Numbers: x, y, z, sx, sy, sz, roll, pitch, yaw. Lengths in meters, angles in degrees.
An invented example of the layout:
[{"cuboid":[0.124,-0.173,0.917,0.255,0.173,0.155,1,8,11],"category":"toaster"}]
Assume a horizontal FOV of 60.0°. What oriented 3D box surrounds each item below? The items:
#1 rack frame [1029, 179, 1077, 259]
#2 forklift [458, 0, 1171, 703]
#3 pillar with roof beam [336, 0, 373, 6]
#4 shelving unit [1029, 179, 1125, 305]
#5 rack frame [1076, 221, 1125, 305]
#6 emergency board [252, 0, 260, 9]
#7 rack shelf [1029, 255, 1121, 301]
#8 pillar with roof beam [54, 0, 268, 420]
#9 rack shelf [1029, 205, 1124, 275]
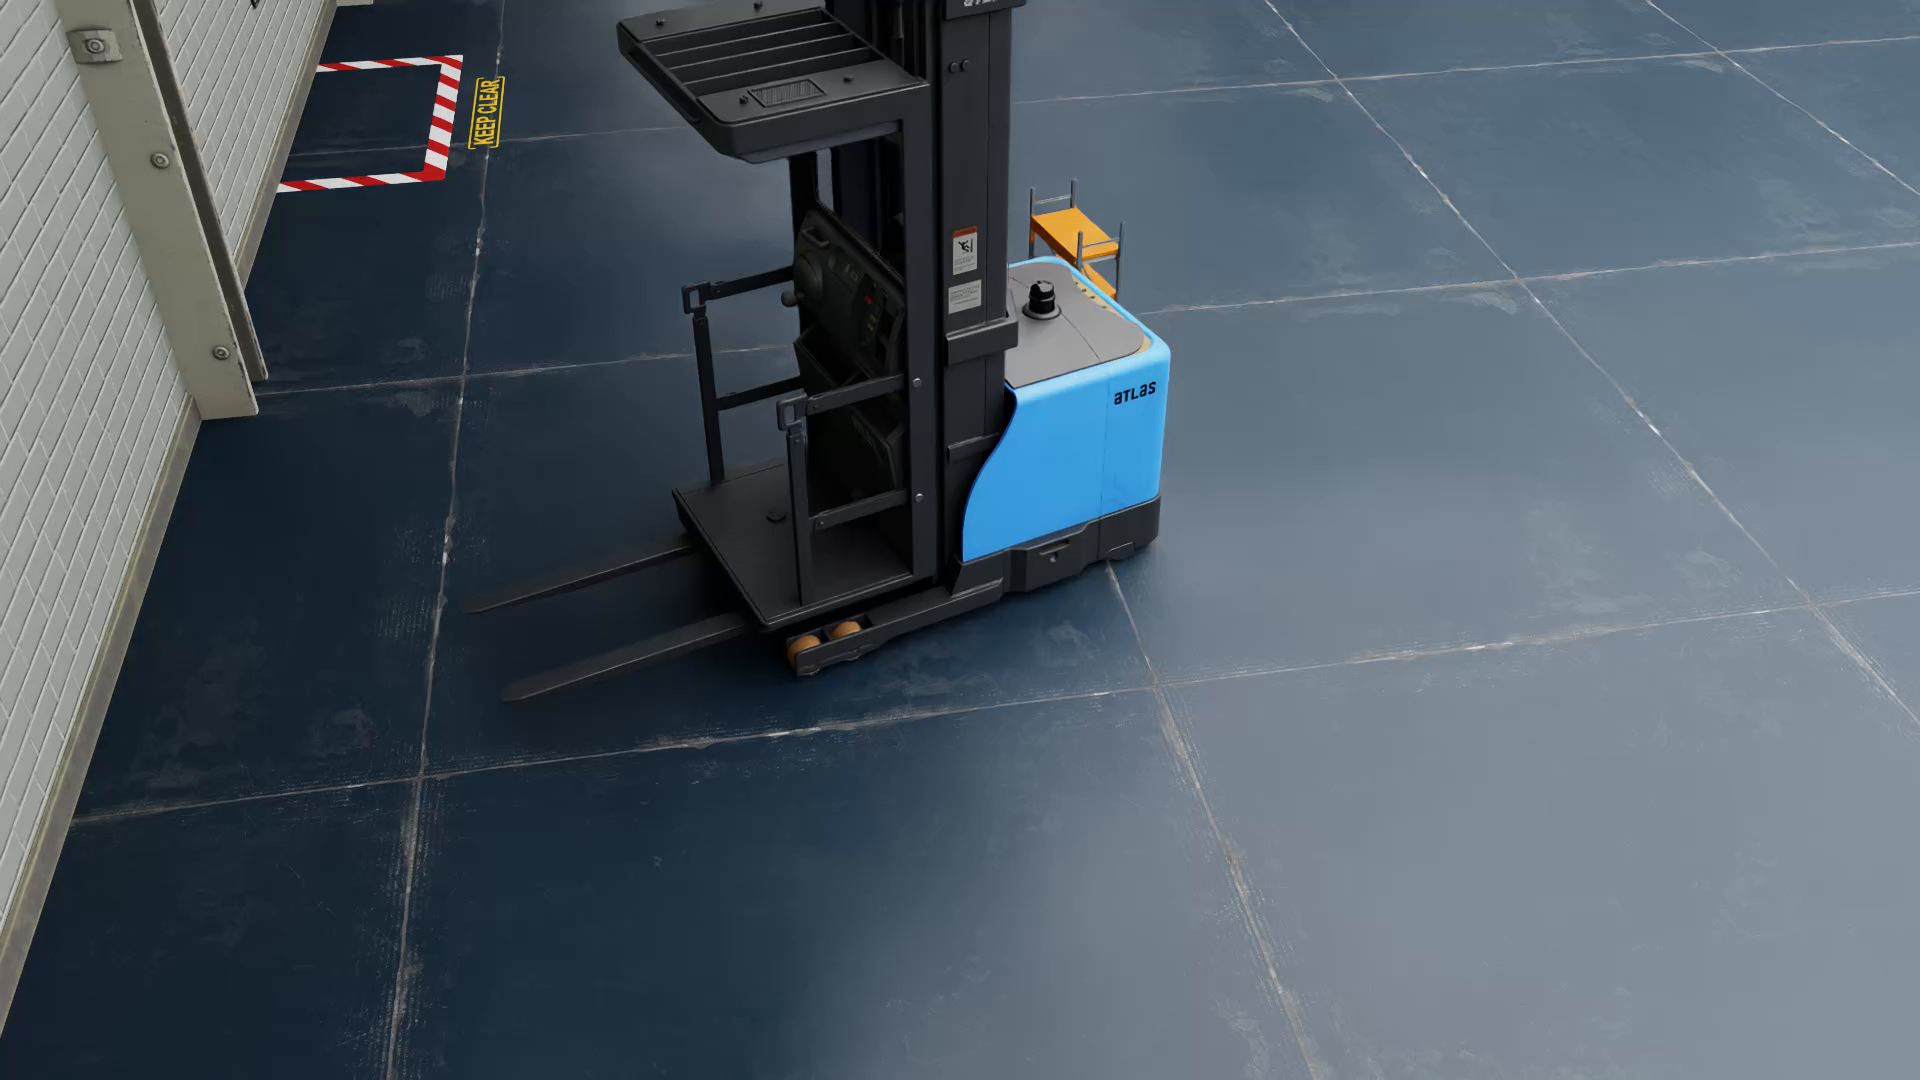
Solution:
[{"cuboid":[0.451,-1.240,8.368,0.240,1.200,0.015,-16,40,-19],"category":"rack frame"},{"cuboid":[-0.629,-0.960,6.597,3.031,2.935,1.130,-18,41,-22],"category":"forklift"},{"cuboid":[-0.628,-8.390,11.215,9.100,9.000,0.400,-6,38,-8],"category":"pillar with roof beam"},{"cuboid":[0.551,-1.104,8.193,0.258,1.200,0.503,-16,40,-19],"category":"shelving unit"},{"cuboid":[0.652,-0.967,8.017,0.240,1.200,0.015,-16,40,-19],"category":"rack frame"},{"cuboid":[-4.487,-4.054,10.523,0.157,1.169,0.626,-6,38,-8],"category":"emergency board"},{"cuboid":[0.551,-1.227,8.097,0.258,0.148,0.480,-16,40,-19],"category":"rack shelf"},{"cuboid":[0.424,-4.766,6.550,9.100,9.000,0.400,-6,38,-8],"category":"pillar with roof beam"},{"cuboid":[0.551,-1.414,7.951,0.258,0.148,0.480,-16,40,-19],"category":"rack shelf"}]
